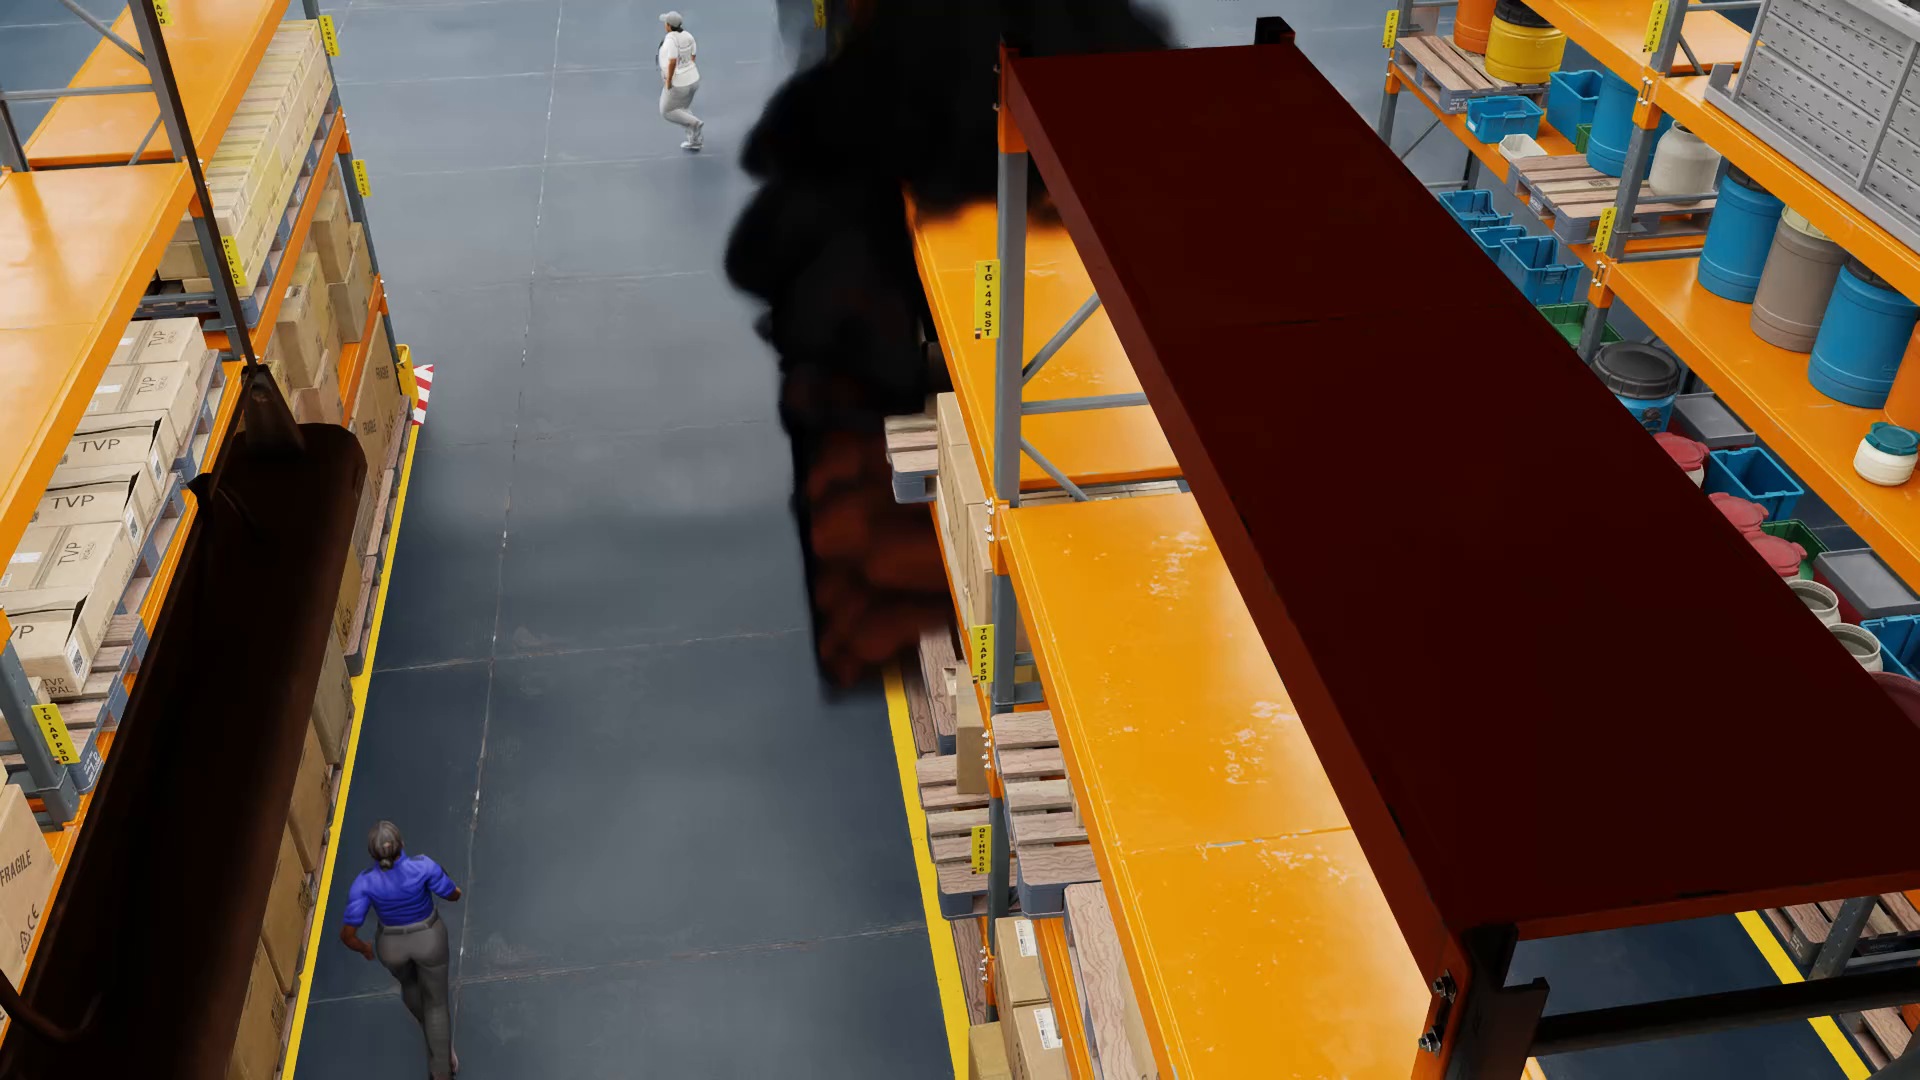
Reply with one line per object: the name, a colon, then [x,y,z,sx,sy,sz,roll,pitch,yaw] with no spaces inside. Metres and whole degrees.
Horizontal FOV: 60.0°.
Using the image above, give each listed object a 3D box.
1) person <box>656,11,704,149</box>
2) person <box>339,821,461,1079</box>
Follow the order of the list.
person: [-3.258,-5.312,19.344,0.620,1.617,0.620,18,40,22]
person: [-2.839,2.137,8.689,0.559,1.742,0.737,-6,37,-7]
